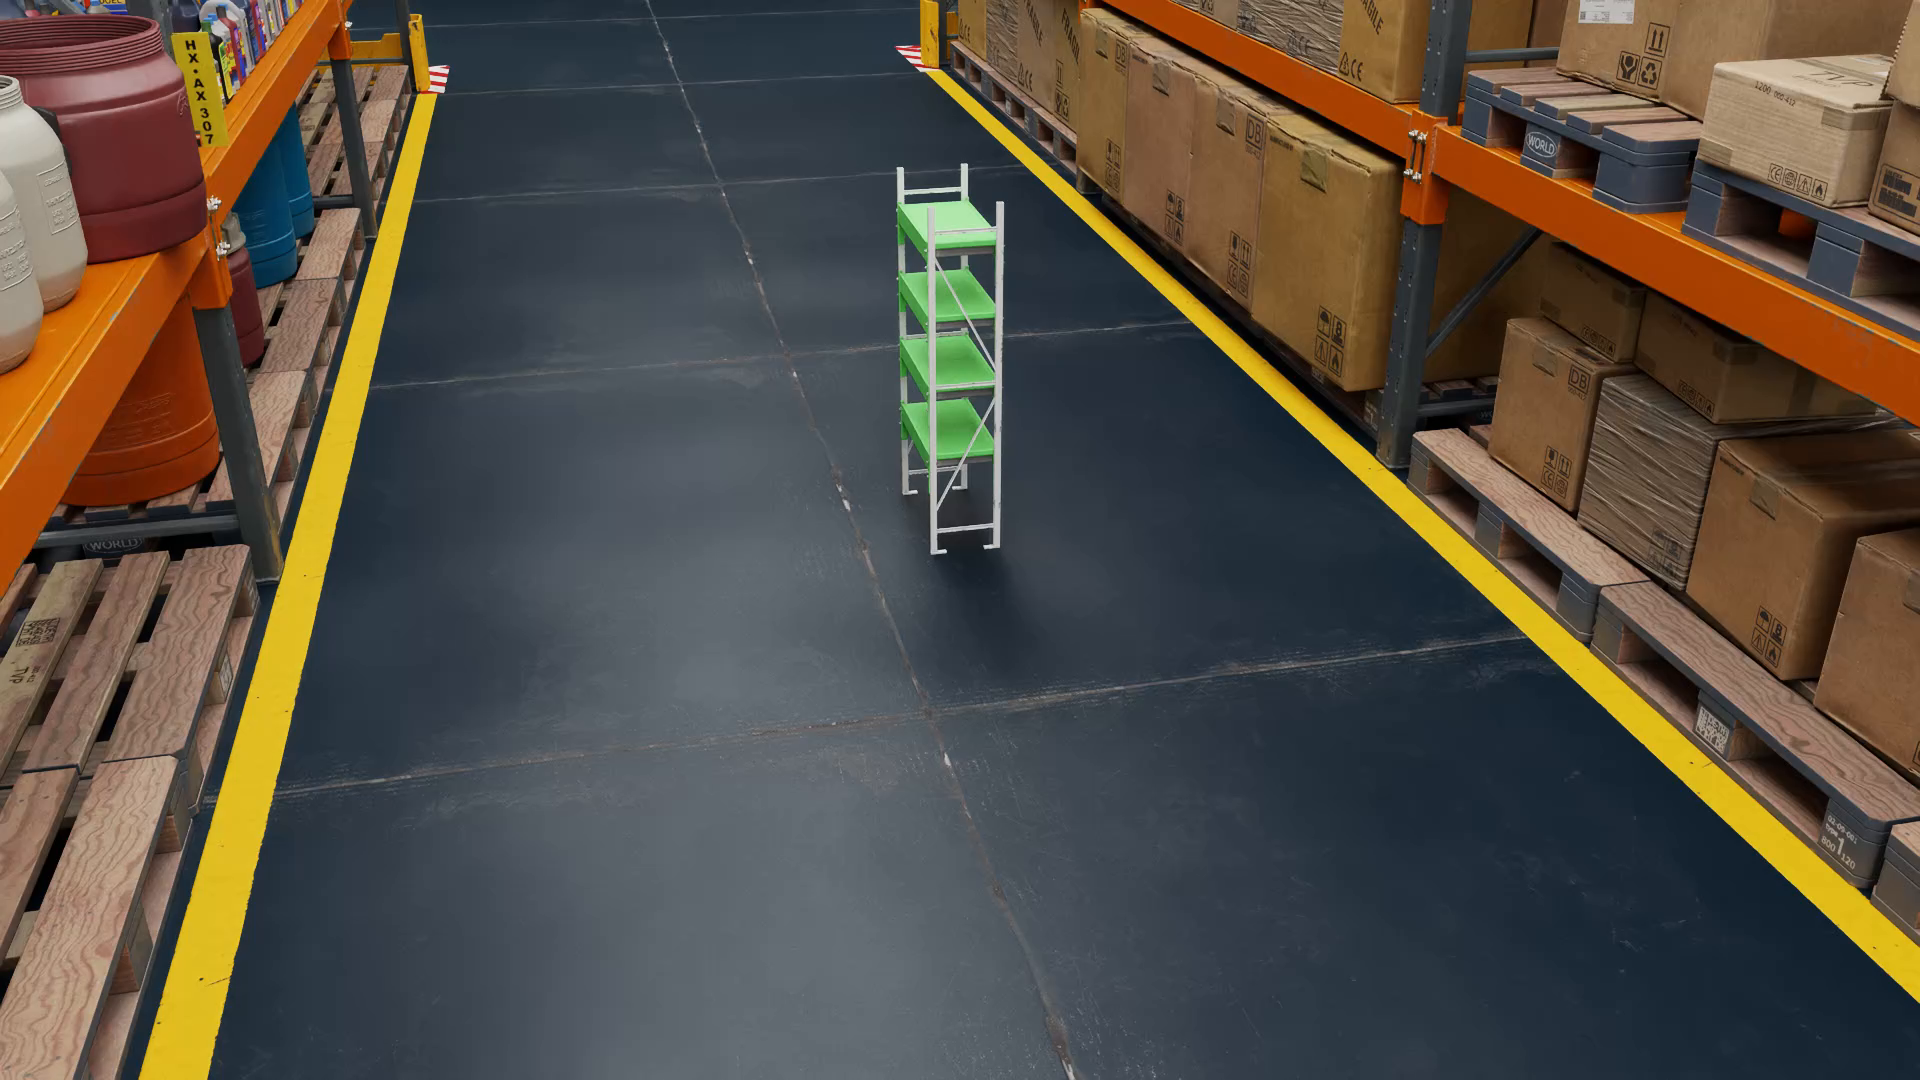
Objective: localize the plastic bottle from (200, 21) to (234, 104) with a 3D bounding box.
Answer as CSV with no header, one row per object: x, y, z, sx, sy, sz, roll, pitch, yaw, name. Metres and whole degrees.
-2.661,-1.710,5.939,0.061,0.283,0.133,-6,27,-12,plastic bottle

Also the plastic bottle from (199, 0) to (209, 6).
-3.073,-2.166,6.856,0.097,0.271,0.097,0,27,0,plastic bottle

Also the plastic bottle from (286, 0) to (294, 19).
-3.112,-2.535,7.499,0.144,0.351,0.185,-6,27,-12,plastic bottle

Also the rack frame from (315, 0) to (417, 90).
-4.539,-4.684,11.700,1.000,3.000,0.127,-6,27,-12,rack frame

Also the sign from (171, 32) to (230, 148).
-2.202,-1.303,4.822,0.100,0.325,0.005,-6,27,-12,sign

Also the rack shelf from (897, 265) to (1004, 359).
-0.037,-0.766,5.544,0.258,0.148,0.480,-6,27,-12,rack shelf

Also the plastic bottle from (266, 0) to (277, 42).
-2.955,-2.210,7.020,0.097,0.201,0.097,0,27,0,plastic bottle

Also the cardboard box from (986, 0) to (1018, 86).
0.714,-3.753,11.749,0.875,0.875,0.875,-6,27,-12,cardboard box

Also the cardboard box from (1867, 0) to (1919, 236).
2.510,-0.904,3.631,0.797,0.503,0.637,-3,27,-6,cardboard box

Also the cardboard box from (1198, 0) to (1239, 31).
1.396,-2.581,7.424,0.500,0.500,0.500,-5,27,-11,cardboard box

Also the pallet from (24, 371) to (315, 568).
-2.954,-0.269,6.048,1.003,0.211,1.213,-6,27,-12,pallet

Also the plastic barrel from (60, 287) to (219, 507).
-2.863,-0.603,5.559,0.600,0.830,0.708,-6,27,-12,plastic barrel

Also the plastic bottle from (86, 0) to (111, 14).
-3.526,-2.110,6.821,0.097,0.201,0.097,0,27,0,plastic bottle

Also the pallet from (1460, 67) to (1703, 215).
2.354,-1.287,5.184,1.213,0.211,1.003,-6,27,-12,pallet

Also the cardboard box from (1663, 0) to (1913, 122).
2.473,-1.439,4.695,0.700,0.500,0.500,-2,27,-4,cardboard box

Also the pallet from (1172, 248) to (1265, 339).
1.714,-1.318,8.127,1.003,0.211,1.213,-6,27,-12,pallet

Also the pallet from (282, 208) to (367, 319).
-3.504,-1.340,8.170,1.003,0.211,1.213,-6,27,-12,pallet

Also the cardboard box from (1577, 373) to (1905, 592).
2.397,-0.221,5.144,0.700,0.500,0.500,-8,28,-16,cardboard box

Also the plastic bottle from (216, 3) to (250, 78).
-2.778,-1.898,6.324,0.097,0.271,0.097,0,27,0,plastic bottle

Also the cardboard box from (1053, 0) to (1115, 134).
1.117,-2.967,10.192,0.875,0.875,0.875,-6,27,-12,cardboard box

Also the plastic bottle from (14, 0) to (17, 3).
-3.572,-1.895,6.305,0.061,0.283,0.133,-6,27,-12,plastic bottle

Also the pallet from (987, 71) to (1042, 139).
0.814,-3.064,11.586,1.003,0.211,1.213,-6,27,-12,pallet

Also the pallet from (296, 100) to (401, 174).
-4.120,-2.538,10.545,1.003,0.211,1.213,-6,27,-12,pallet

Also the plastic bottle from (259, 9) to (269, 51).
-2.902,-2.108,6.818,0.097,0.201,0.097,0,27,0,plastic bottle

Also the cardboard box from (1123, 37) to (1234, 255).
1.554,-1.998,8.272,1.225,0.875,0.875,-7,28,-13,cardboard box

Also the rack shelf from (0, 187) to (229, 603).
-2.285,0.028,3.165,1.077,0.370,4.000,-6,27,-12,rack shelf

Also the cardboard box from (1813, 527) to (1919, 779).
2.658,0.272,4.167,0.700,0.500,0.500,-8,28,-16,cardboard box

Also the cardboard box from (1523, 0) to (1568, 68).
2.245,-1.960,6.194,0.500,0.500,0.500,-5,27,-10,cardboard box

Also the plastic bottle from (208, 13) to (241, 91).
-2.726,-1.796,6.123,0.097,0.271,0.097,0,27,0,plastic bottle

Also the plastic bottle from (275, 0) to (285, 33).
-3.038,-2.350,7.215,0.152,0.276,0.135,-6,27,-12,plastic bottle

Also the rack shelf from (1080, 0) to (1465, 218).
1.639,-2.231,7.640,1.077,0.370,4.000,-6,27,-12,rack shelf

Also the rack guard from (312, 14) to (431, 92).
-4.557,-3.577,12.282,1.175,0.500,0.348,-6,27,-12,rack guard

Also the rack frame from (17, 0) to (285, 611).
-2.736,-1.172,4.742,1.000,3.000,0.127,-6,27,-12,rack frame

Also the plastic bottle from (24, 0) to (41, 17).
-3.513,-1.901,6.318,0.061,0.283,0.133,-6,27,-12,plastic bottle

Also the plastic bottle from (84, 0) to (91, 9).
-3.696,-2.224,6.965,0.152,0.276,0.135,-6,27,-12,plastic bottle

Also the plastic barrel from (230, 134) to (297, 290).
-3.372,-1.627,7.507,0.600,0.901,0.708,-6,27,-12,plastic barrel

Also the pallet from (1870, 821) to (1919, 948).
2.814,0.985,3.565,1.003,0.211,1.213,-6,27,-12,pallet

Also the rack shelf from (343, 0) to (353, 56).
-4.088,-3.484,10.123,1.077,0.370,4.000,-6,27,-12,rack shelf

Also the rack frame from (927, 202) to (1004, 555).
0.018,-0.501,5.411,0.240,1.200,0.015,-6,27,-12,rack frame

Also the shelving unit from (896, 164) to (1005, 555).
-0.037,-0.608,5.624,0.258,1.200,0.503,-6,27,-12,shelving unit

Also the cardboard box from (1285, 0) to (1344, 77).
1.630,-2.130,6.530,0.500,0.500,0.500,-6,27,-12,cardboard box

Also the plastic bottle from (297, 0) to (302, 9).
-3.137,-2.638,7.778,0.061,0.283,0.133,-6,27,-12,plastic bottle

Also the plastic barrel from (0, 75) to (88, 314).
-2.296,-0.792,3.865,0.421,0.512,0.421,0,27,0,plastic barrel

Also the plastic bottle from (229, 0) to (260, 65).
-2.863,-2.052,6.541,0.144,0.351,0.185,-6,27,-12,plastic bottle

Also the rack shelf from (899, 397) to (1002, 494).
-0.037,-0.337,5.761,0.258,0.148,0.480,-6,27,-12,rack shelf

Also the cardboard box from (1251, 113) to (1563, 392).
1.954,-1.219,6.727,1.225,0.875,0.875,-7,28,-14,cardboard box

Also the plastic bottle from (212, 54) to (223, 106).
-2.609,-1.609,5.738,0.061,0.283,0.133,-6,27,-12,plastic bottle

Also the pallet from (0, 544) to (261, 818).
-2.599,0.417,4.689,1.003,0.211,1.213,-6,27,-12,pallet

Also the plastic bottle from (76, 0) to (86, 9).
-3.644,-2.122,6.763,0.152,0.276,0.135,-6,27,-12,plastic bottle

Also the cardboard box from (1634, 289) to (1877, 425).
2.399,-0.567,4.998,0.500,0.250,0.500,-3,27,-6,cardboard box

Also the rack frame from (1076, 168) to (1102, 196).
1.188,-3.431,9.218,1.000,3.000,0.127,-6,27,-12,rack frame

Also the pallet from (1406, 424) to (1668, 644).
2.264,-0.087,5.687,1.003,0.211,1.213,-6,27,-12,pallet
